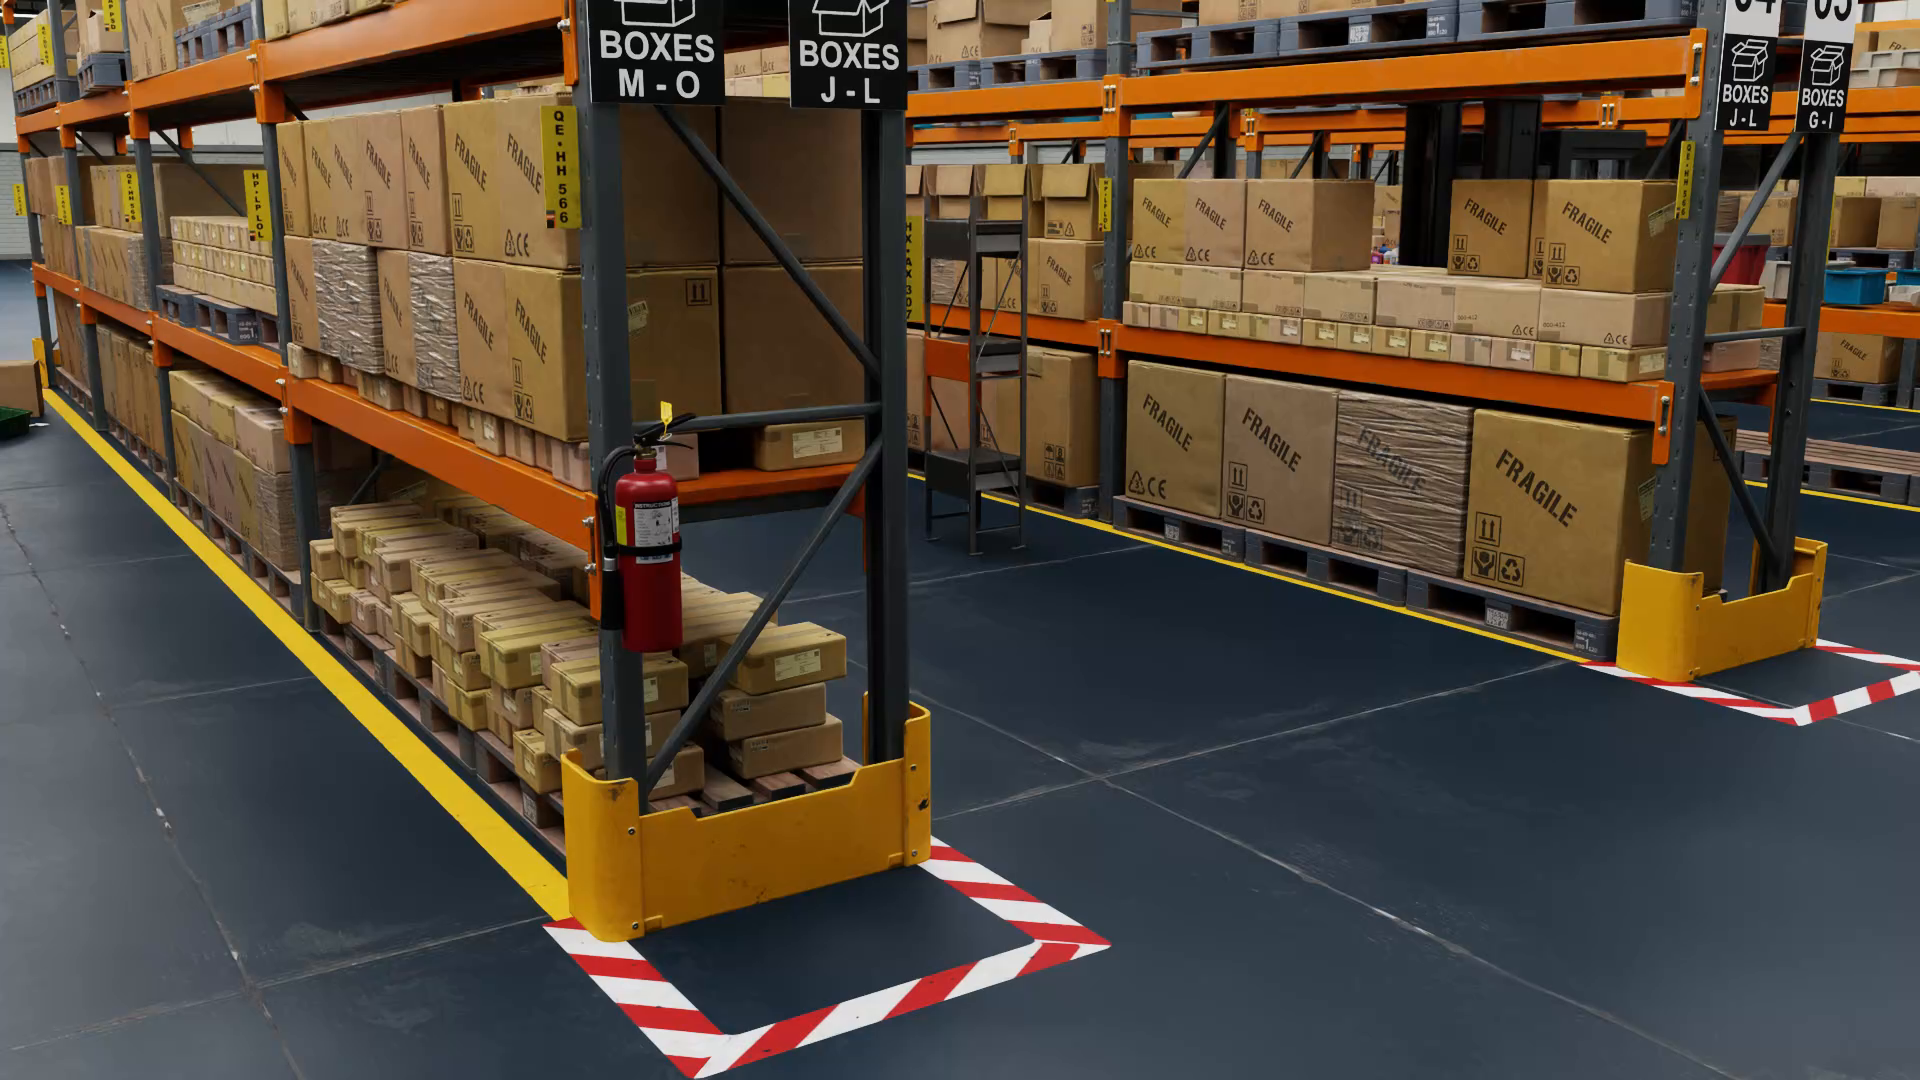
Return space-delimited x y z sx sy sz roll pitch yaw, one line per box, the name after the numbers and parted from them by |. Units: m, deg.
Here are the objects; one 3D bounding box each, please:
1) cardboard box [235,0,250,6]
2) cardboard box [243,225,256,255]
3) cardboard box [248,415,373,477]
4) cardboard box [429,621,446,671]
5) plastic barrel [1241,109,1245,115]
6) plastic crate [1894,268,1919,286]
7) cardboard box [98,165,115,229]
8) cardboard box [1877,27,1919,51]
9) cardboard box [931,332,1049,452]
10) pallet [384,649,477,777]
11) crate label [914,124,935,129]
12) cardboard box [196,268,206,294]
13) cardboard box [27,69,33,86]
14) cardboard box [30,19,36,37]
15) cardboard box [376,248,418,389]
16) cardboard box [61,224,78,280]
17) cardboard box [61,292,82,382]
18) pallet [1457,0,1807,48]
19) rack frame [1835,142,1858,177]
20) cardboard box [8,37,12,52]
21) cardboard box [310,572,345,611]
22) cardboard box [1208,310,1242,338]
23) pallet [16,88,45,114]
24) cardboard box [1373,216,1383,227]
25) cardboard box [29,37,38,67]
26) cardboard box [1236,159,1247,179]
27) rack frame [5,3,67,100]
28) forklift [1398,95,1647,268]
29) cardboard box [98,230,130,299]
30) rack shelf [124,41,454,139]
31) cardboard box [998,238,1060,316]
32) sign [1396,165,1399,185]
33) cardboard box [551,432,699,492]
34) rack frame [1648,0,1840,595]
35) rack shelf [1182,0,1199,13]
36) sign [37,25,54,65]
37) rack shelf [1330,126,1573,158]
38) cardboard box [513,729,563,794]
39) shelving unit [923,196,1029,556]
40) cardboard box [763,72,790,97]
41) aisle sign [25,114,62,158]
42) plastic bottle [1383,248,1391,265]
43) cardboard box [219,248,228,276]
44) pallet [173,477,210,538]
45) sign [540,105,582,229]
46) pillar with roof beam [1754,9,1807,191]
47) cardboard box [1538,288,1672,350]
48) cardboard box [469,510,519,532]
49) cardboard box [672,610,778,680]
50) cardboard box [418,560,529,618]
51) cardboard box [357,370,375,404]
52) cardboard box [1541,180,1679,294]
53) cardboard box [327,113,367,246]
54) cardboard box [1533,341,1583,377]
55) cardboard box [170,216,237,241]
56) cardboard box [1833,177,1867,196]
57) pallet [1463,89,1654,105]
-3.574 -3.078 9.169 0.797 0.503 0.637 -8 15 -34 | cardboard box
-3.649 -1.628 9.000 0.380 0.149 0.250 -8 15 -33 | cardboard box
-3.451 -0.520 8.829 0.500 0.250 0.500 -9 15 -34 | cardboard box
-1.855 0.396 6.522 0.380 0.149 0.250 -7 14 -30 | cardboard box
2.990 -4.815 17.166 0.600 0.901 0.600 0 12 0 | plastic barrel
6.938 -1.829 11.953 0.416 0.233 0.300 -8 15 -33 | plastic crate
-6.693 -2.848 13.789 0.700 0.500 0.500 -8 15 -34 | cardboard box
9.389 -4.674 16.242 0.600 0.600 0.600 -10 16 -38 | cardboard box
0.490 -1.073 12.238 1.225 0.875 0.875 -9 15 -35 | cardboard box
-1.746 0.628 6.996 1.003 0.211 1.213 -8 15 -33 | pallet
-0.406 -5.377 21.255 0.502 0.251 0.408 -8 15 -33 | crate label
-4.515 -1.613 10.324 0.380 0.149 0.250 -7 14 -30 | cardboard box
-8.712 -4.429 15.943 0.380 0.149 0.250 -8 15 -32 | cardboard box
-8.290 -4.683 15.238 0.380 0.149 0.250 -8 15 -33 | cardboard box
-1.912 -0.870 6.388 0.500 0.500 0.500 -7 14 -30 | cardboard box
-7.798 -2.722 15.437 0.875 0.550 0.550 -8 15 -33 | cardboard box
-8.556 -2.099 16.929 0.875 0.875 0.875 -8 15 -34 | cardboard box
3.154 -2.477 7.854 1.003 0.211 1.213 -8 15 -33 | pallet
11.512 -4.106 22.116 1.000 3.000 0.127 -8 15 -33 | rack frame
-9.556 -5.090 17.099 0.380 0.149 0.250 -8 15 -32 | cardboard box
-2.893 0.224 8.008 0.380 0.149 0.250 -9 15 -35 | cardboard box
1.683 -1.281 9.786 0.380 0.149 0.250 -9 15 -34 | cardboard box
-9.057 -4.492 17.068 1.003 0.211 1.213 -8 15 -33 | pallet
7.086 -5.341 28.068 0.500 0.250 0.500 -9 15 -34 | cardboard box
-8.302 -4.517 15.413 0.500 0.250 0.500 -8 15 -33 | cardboard box
4.365 -5.170 23.711 0.700 0.500 0.500 -8 15 -33 | cardboard box
-9.476 -6.132 17.336 1.000 3.000 0.127 -8 15 -33 | rack frame
3.710 -1.639 10.995 3.031 2.935 1.130 -6 14 -26 | forklift
-6.357 -2.144 12.909 0.500 0.500 0.500 -8 15 -32 | cardboard box
-3.936 -2.536 9.601 1.077 0.370 4.000 -8 15 -33 | rack shelf
0.603 -1.824 11.448 0.500 0.500 0.500 -8 14 -31 | cardboard box
7.553 -6.311 28.749 0.100 0.325 0.005 -8 15 -33 | sign
-1.027 -0.257 5.104 0.380 0.149 0.250 -8 15 -33 | cardboard box
3.574 -0.924 7.567 1.000 3.000 0.127 -8 15 -33 | rack frame
2.156 -5.673 17.859 1.077 0.370 4.000 -8 15 -33 | rack shelf
-7.721 -4.180 14.038 0.100 0.325 0.005 -8 15 -33 | sign
6.282 -4.989 20.815 1.077 0.370 4.000 -8 15 -33 | rack shelf
-1.304 0.730 5.694 0.380 0.149 0.250 -8 14 -31 | cardboard box
0.092 -0.996 10.003 0.431 2.100 0.503 -8 15 -33 | shelving unit
-1.326 -3.795 14.023 0.500 0.250 0.500 -8 15 -33 | cardboard box
-9.765 -4.448 17.595 0.394 0.787 0.004 -8 15 -33 | aisle sign
3.916 -2.526 15.193 0.097 0.271 0.097 0 12 0 | plastic bottle
-4.076 -1.620 9.655 0.380 0.149 0.250 -7 14 -31 | cardboard box
-4.612 -0.277 11.133 1.003 0.211 1.213 -8 15 -33 | pallet
-1.085 -1.013 4.523 0.100 0.325 0.005 -8 15 -33 | sign
7.928 -6.861 20.671 9.100 9.000 0.400 -8 15 -33 | pillar with roof beam
3.084 -1.051 7.802 0.500 0.250 0.500 -8 15 -34 | cardboard box
-2.095 -0.053 7.881 0.380 0.149 0.250 -8 15 -33 | cardboard box
-0.872 0.374 5.930 0.380 0.149 0.250 -8 15 -32 | cardboard box
-1.965 0.197 6.737 0.380 0.149 0.250 -8 15 -32 | cardboard box
-2.316 -0.675 7.014 0.380 0.149 0.250 -8 15 -32 | cardboard box
3.085 -1.418 7.725 0.500 0.500 0.500 -8 15 -32 | cardboard box
-2.227 -1.456 6.730 0.500 0.500 0.500 -8 15 -32 | cardboard box
2.957 -0.872 7.916 0.380 0.149 0.250 -8 15 -32 | cardboard box
-4.947 -2.045 10.905 0.380 0.149 0.250 -8 15 -33 | cardboard box
11.565 -4.560 21.460 0.500 0.250 0.500 -8 14 -31 | cardboard box
4.965 -3.723 13.786 1.213 0.211 1.003 -8 15 -33 | pallet
